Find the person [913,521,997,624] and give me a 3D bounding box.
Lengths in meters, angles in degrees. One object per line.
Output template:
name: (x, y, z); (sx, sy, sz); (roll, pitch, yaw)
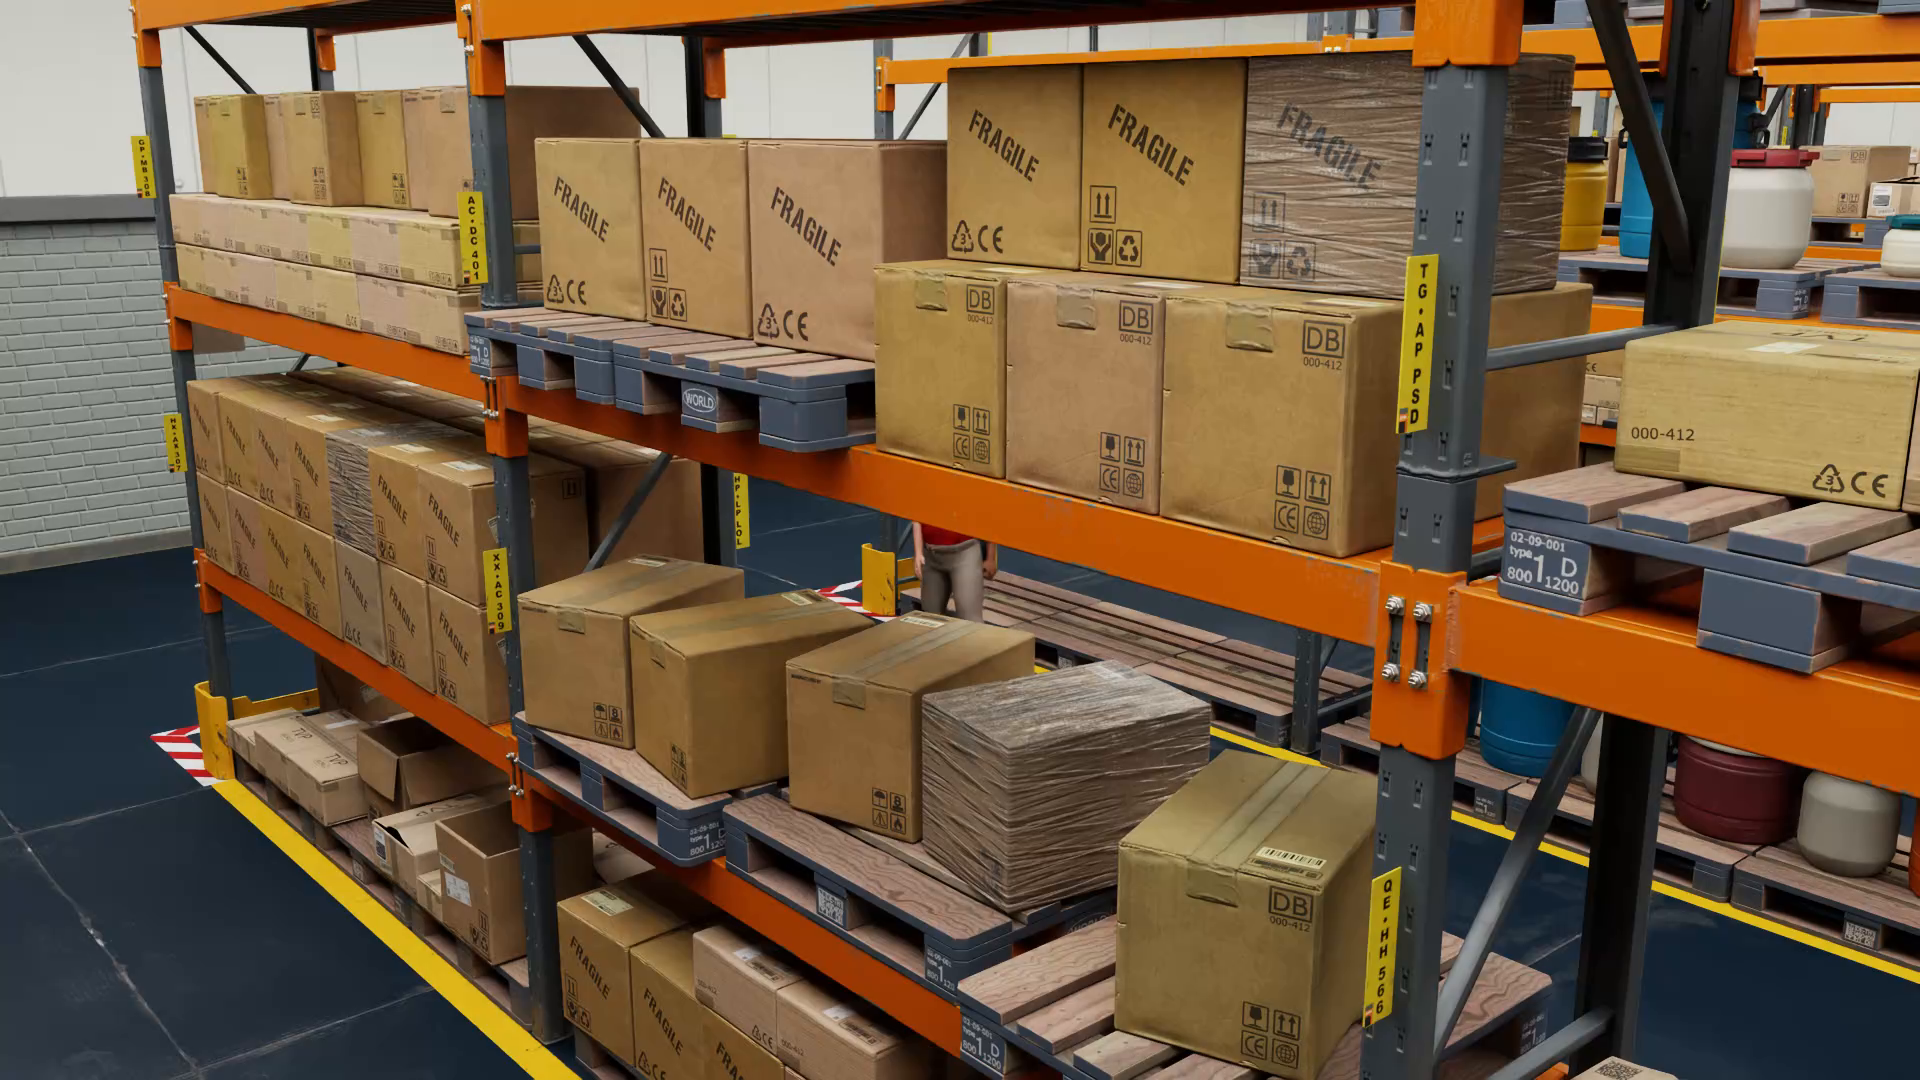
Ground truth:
person: (-0.023, 0.129, 11.037); (0.591, 1.687, 0.787); (7, 16, 27)
